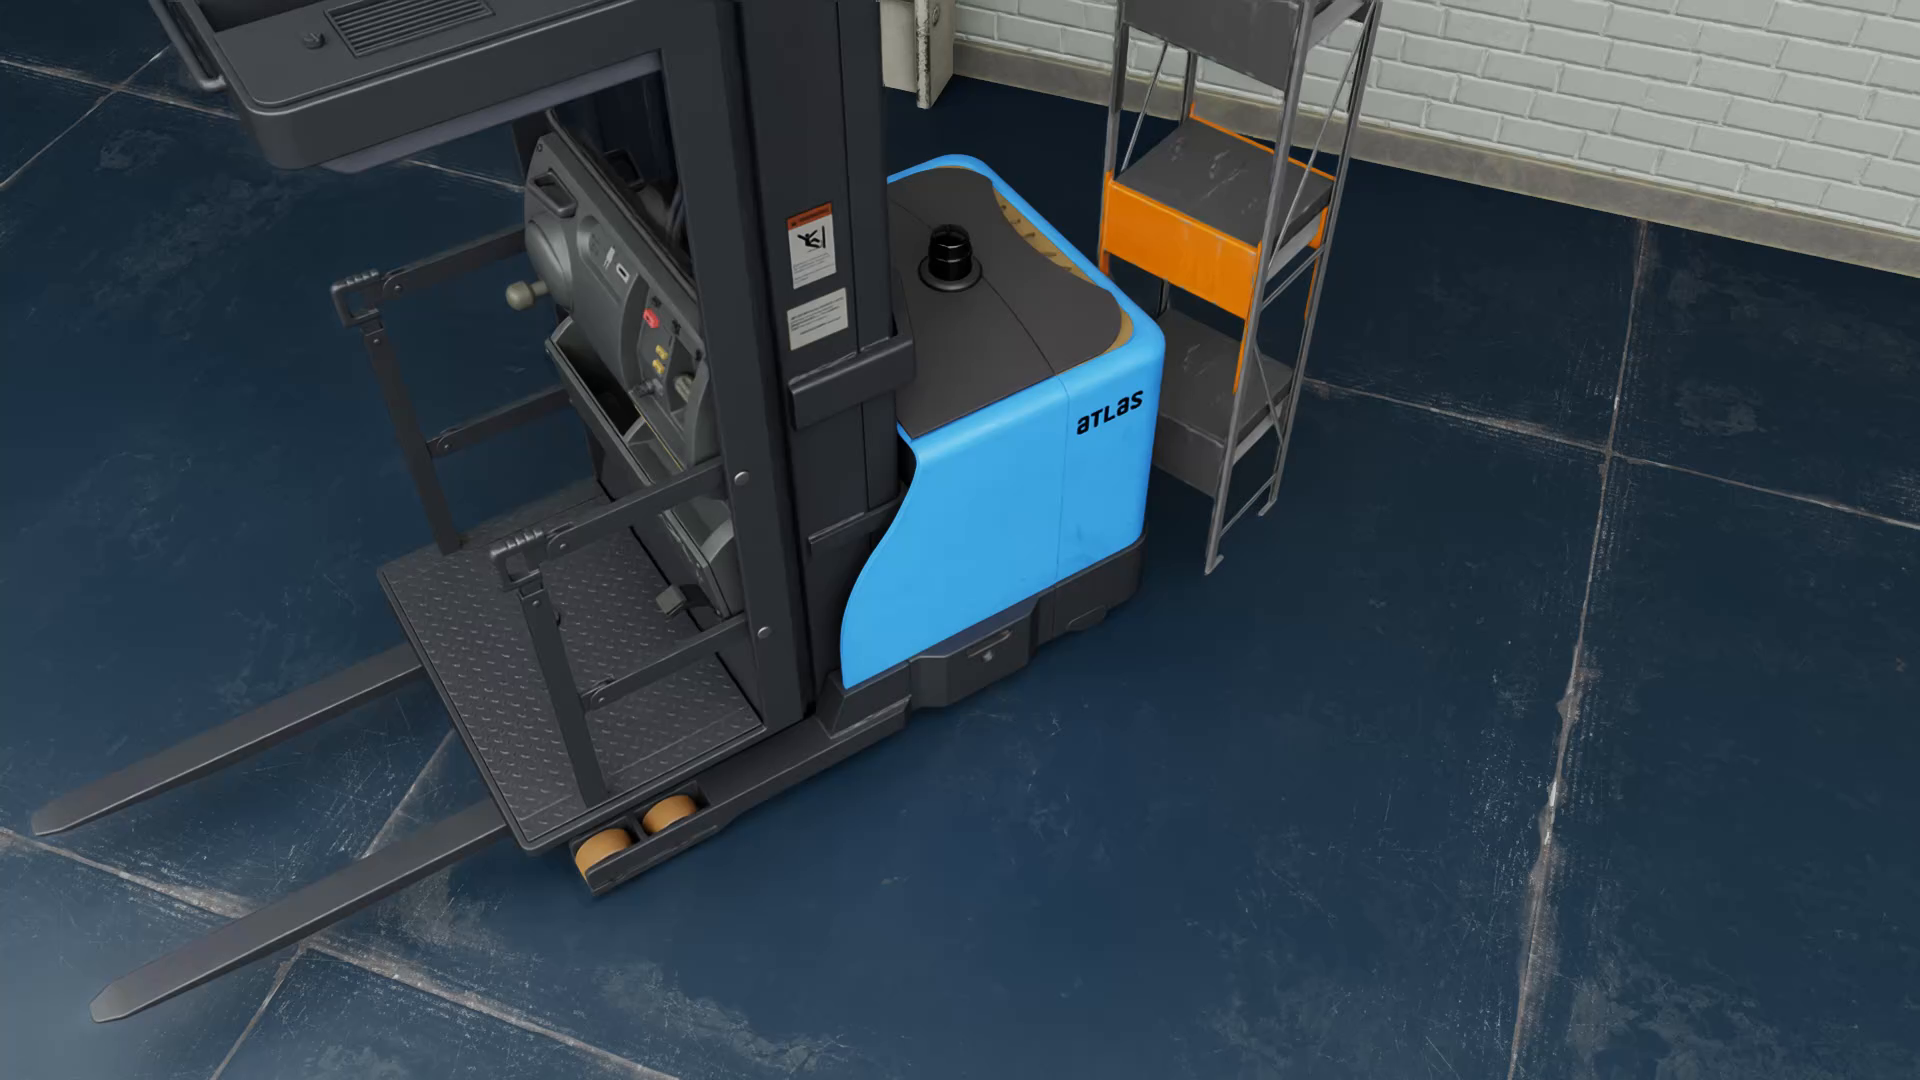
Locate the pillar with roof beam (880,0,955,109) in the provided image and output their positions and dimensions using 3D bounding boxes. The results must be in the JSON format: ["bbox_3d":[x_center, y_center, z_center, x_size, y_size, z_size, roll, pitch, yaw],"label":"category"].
[{"bbox_3d":[-1.749,-1.810,0.864,0.400,9.000,9.100,16,51,13],"label":"pillar with roof beam"}]

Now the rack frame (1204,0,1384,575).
[{"bbox_3d":[0.889,-0.699,4.466,0.015,2.100,0.400,31,56,24],"label":"rack frame"}]

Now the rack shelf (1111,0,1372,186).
[{"bbox_3d":[0.699,-1.264,4.048,0.480,0.518,0.431,31,56,24],"label":"rack shelf"}]

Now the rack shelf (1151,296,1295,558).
[{"bbox_3d":[0.699,-0.347,5.106,0.480,0.518,0.431,31,56,24],"label":"rack shelf"}]

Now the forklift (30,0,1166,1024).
[{"bbox_3d":[-0.966,-0.492,3.737,3.031,2.935,1.130,-26,54,-21],"label":"forklift"}]

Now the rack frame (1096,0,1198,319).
[{"bbox_3d":[0.509,-0.930,4.667,0.015,2.100,0.400,31,56,24],"label":"rack frame"}]

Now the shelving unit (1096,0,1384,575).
[{"bbox_3d":[0.699,-0.815,4.567,0.503,2.100,0.431,31,56,24],"label":"shelving unit"}]

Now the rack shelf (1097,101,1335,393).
[{"bbox_3d":[0.699,-0.806,4.577,0.480,0.518,0.431,31,56,24],"label":"rack shelf"}]
